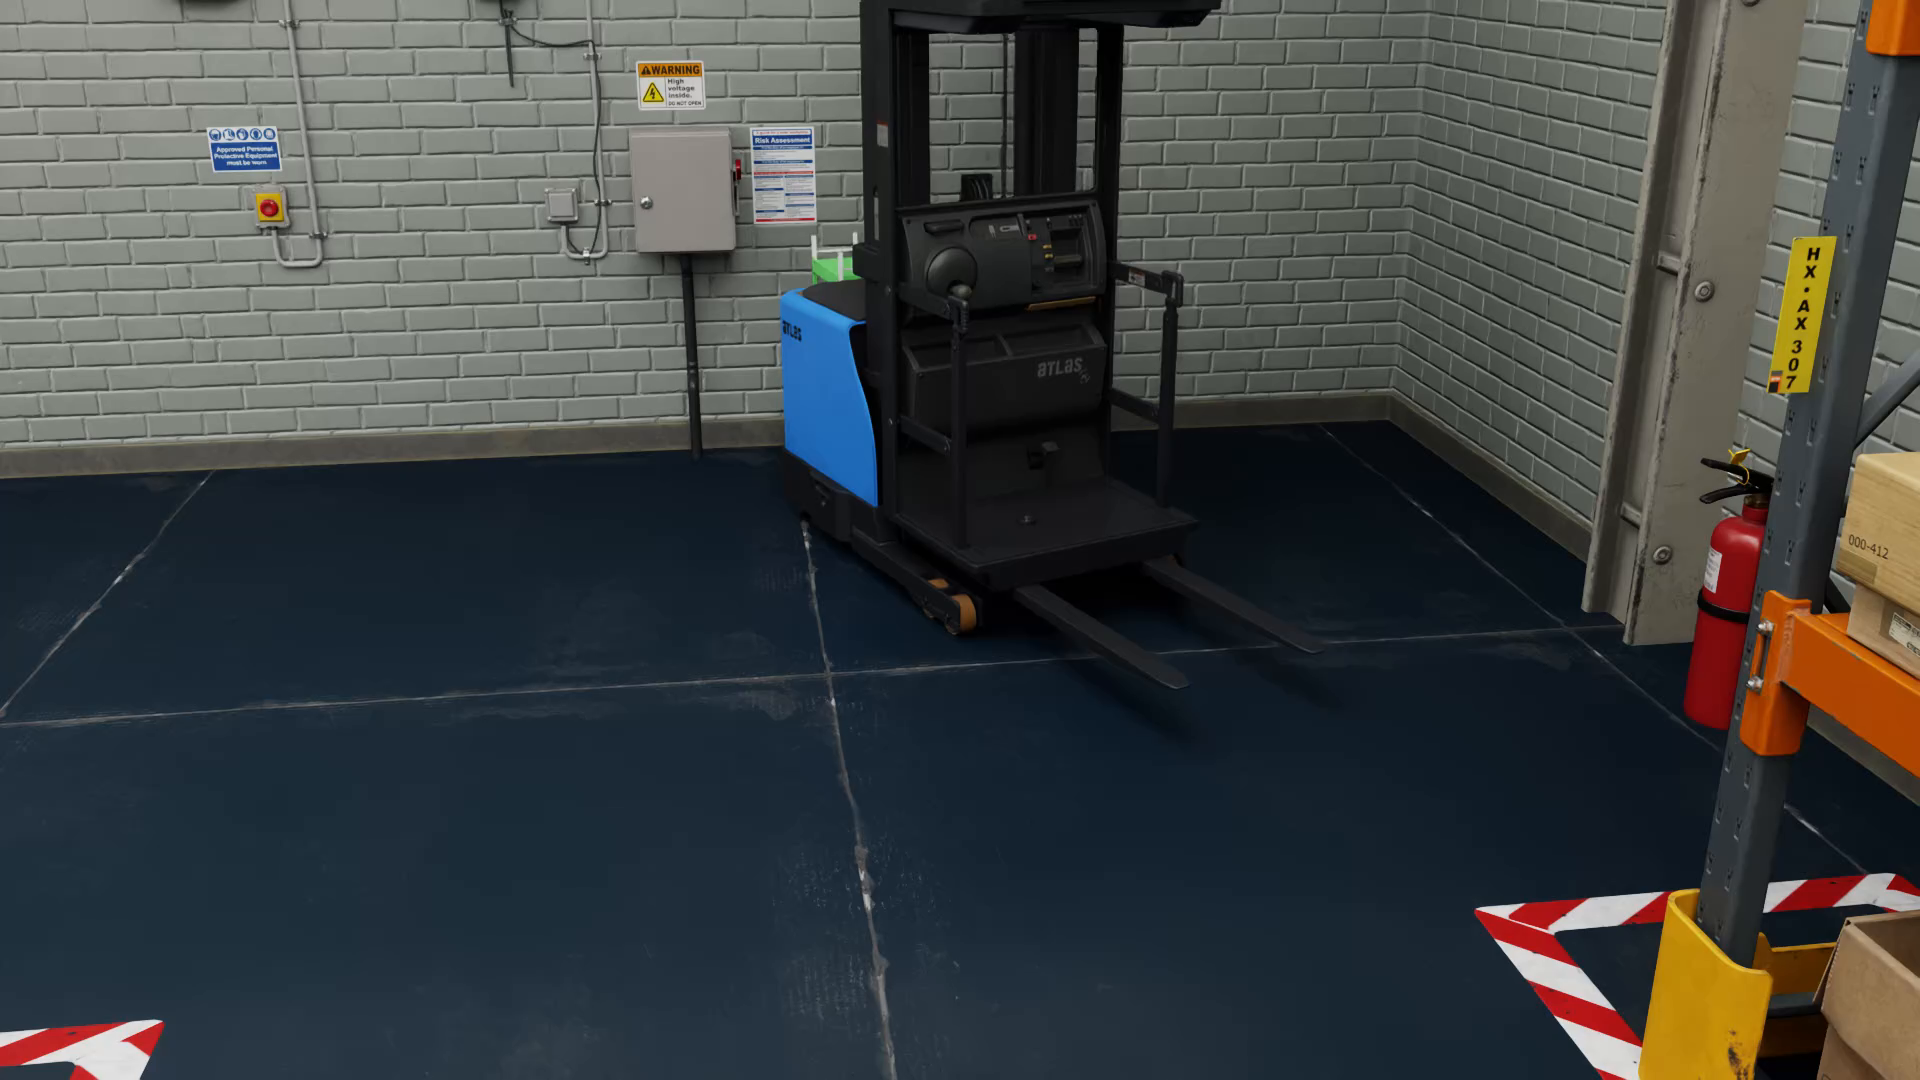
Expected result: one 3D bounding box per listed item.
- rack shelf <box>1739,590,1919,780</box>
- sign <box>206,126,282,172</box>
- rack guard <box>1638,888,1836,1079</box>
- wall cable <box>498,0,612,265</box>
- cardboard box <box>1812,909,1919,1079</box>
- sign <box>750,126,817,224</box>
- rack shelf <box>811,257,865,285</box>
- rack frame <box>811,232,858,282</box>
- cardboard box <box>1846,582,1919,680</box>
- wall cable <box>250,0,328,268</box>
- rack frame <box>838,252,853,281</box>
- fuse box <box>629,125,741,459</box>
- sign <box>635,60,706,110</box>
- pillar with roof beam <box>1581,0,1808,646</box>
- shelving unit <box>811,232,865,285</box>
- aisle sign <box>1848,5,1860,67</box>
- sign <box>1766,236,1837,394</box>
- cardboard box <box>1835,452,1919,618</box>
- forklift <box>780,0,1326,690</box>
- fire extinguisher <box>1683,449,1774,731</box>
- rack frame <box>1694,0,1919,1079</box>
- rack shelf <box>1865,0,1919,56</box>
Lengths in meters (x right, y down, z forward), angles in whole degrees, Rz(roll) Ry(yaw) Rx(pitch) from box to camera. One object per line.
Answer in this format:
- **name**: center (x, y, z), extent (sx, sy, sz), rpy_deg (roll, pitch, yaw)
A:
- **rack shelf**: center (2.562, 0.946, 1.924), extent (1.077, 0.370, 4.000), rpy_deg (-3, 21, -8)
- **sign**: center (-3.530, -1.928, 8.205), extent (0.327, 0.218, 0.001), rpy_deg (-3, 21, -8)
- **rack guard**: center (2.285, 1.114, 4.019), extent (1.175, 0.500, 0.348), rpy_deg (-3, 21, -8)
- **wall cable**: center (-2.072, -2.334, 8.227), extent (0.588, 1.984, 0.122), rpy_deg (-3, 21, -8)
- **cardboard box**: center (2.268, 1.106, 3.436), extent (0.797, 0.503, 0.637), rpy_deg (-4, 21, -10)
- **sign**: center (-0.915, -1.890, 8.626), extent (0.329, 0.494, 0.001), rpy_deg (-3, 21, -8)
- **rack shelf**: center (-0.555, -1.302, 8.298), extent (0.258, 0.148, 0.480), rpy_deg (-7, 22, -19)
- **rack frame**: center (-0.637, -0.993, 8.659), extent (0.240, 1.200, 0.015), rpy_deg (-7, 22, -19)
- **cardboard box**: center (2.050, 0.162, 3.354), extent (0.380, 0.149, 0.250), rpy_deg (-3, 21, -8)
- **wall cable**: center (-3.474, -2.273, 8.019), extent (0.585, 1.953, 0.123), rpy_deg (-3, 21, -8)
- **rack frame**: center (-0.472, -0.832, 8.229), extent (0.240, 1.200, 0.015), rpy_deg (-7, 22, -19)
- **fuse box**: center (-1.374, -1.235, 8.576), extent (0.539, 1.711, 0.414), rpy_deg (-3, 21, -8)
- **sign**: center (-1.458, -2.294, 8.391), extent (0.339, 0.242, 0.001), rpy_deg (-3, 21, -8)
- **pillar with roof beam**: center (-1.483, -3.656, 4.642), extent (9.100, 9.000, 0.400), rpy_deg (-3, 21, -8)
- **shelving unit**: center (-0.555, -0.912, 8.444), extent (0.258, 1.200, 0.503), rpy_deg (-7, 22, -19)
- **aisle sign**: center (1.973, -1.310, 3.221), extent (0.394, 0.787, 0.004), rpy_deg (-3, 21, -8)
- **sign**: center (1.737, -0.461, 3.427), extent (0.100, 0.325, 0.005), rpy_deg (-3, 21, -8)
- **cardboard box**: center (2.072, 0.018, 3.169), extent (0.500, 0.250, 0.500), rpy_deg (-3, 21, -7)
- **forklift**: center (0.297, -1.172, 6.664), extent (1.130, 2.935, 3.031), rpy_deg (-11, 23, -27)
- **fire extinguisher**: center (1.795, 0.100, 3.805), extent (0.296, 0.674, 0.183), rpy_deg (-3, 21, -8)
- **rack frame**: center (2.274, -0.083, 3.652), extent (1.000, 3.000, 0.127), rpy_deg (-3, 21, -8)
- **rack shelf**: center (2.562, -0.459, 1.399), extent (1.077, 0.370, 4.000), rpy_deg (-3, 21, -8)
